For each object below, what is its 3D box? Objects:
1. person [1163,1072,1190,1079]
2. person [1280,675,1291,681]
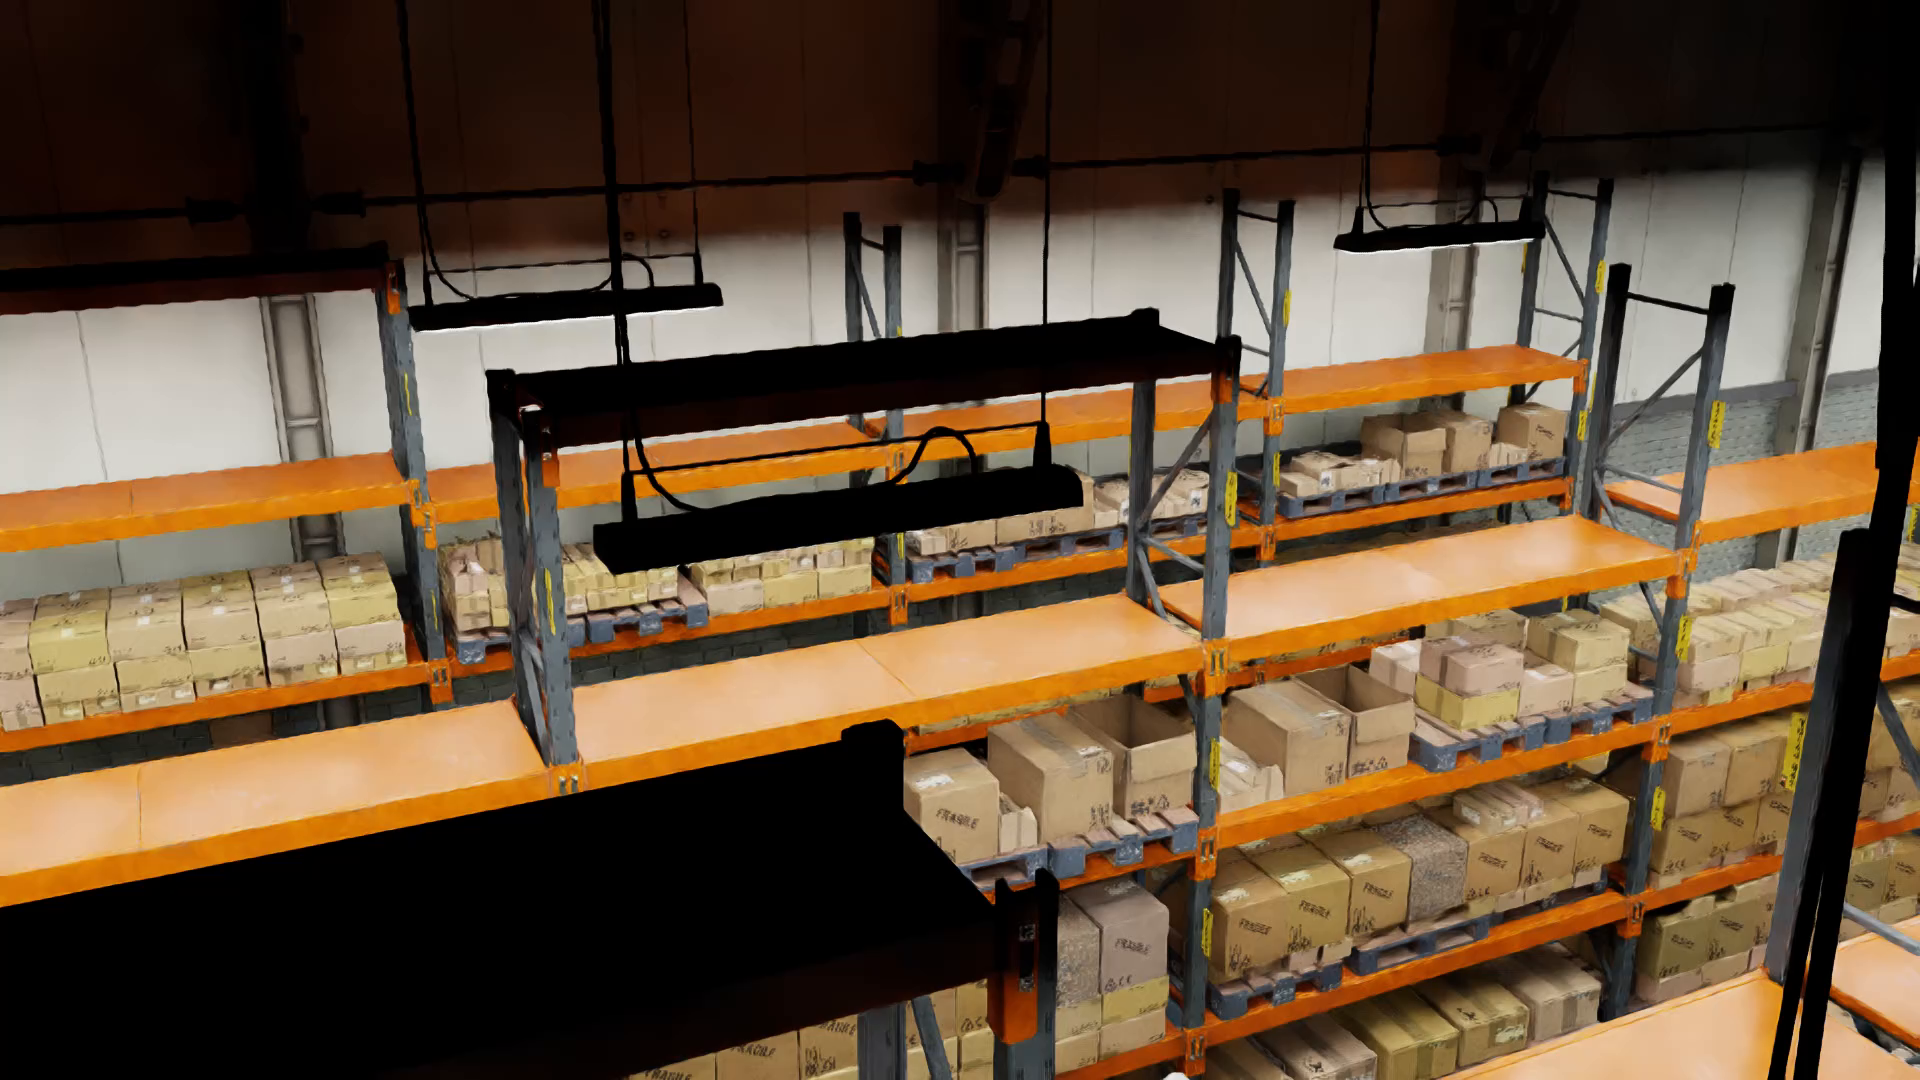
[{"bbox_3d":[1.304,4.035,10.085,0.608,1.787,0.490,1,19,4],"label":"person"},{"bbox_3d":[3.122,2.087,16.080,0.531,1.645,0.524,0,19,-1],"label":"person"}]
